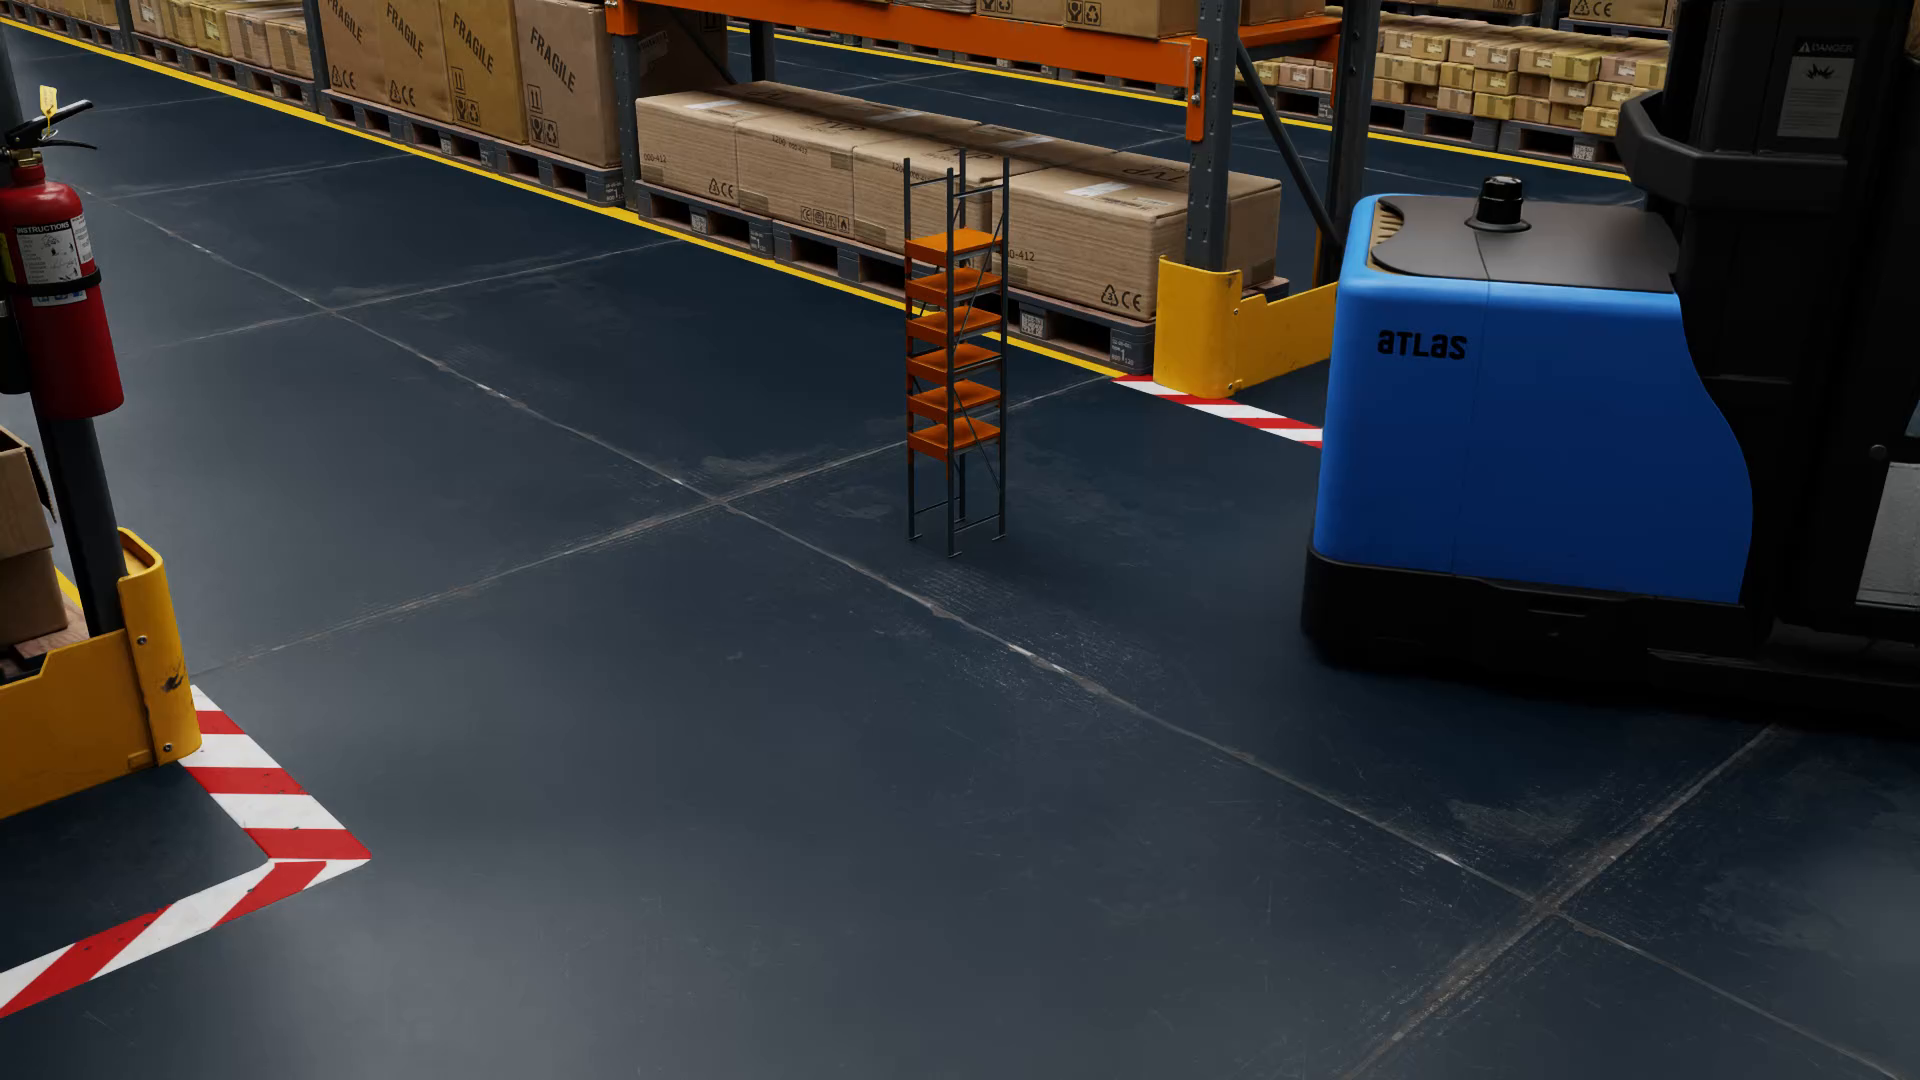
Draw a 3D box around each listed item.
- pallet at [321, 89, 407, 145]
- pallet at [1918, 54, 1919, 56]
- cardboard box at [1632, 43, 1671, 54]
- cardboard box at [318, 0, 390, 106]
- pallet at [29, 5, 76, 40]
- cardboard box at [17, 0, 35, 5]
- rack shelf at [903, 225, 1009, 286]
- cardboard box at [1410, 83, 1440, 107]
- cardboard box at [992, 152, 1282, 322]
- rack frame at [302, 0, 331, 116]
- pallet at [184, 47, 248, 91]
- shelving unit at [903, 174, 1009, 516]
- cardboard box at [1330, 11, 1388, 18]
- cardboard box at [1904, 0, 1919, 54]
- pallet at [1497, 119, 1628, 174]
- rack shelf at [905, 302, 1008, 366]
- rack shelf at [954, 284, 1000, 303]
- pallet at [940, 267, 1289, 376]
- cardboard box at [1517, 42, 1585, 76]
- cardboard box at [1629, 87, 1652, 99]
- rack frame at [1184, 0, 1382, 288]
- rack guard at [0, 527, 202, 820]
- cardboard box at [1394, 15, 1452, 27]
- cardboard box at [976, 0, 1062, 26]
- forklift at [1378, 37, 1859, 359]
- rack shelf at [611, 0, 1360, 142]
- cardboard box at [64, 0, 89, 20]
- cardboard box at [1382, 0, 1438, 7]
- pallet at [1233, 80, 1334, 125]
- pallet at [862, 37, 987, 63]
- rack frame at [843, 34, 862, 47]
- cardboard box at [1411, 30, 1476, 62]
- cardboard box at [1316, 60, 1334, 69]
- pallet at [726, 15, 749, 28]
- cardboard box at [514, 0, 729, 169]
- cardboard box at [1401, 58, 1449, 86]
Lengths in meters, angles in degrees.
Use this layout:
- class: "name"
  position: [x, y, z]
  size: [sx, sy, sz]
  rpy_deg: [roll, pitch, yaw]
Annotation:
- class: "pallet"
  position: [-3.713, -3.017, 11.608]
  size: [1.003, 0.211, 1.213]
  rpy_deg: [-21, 32, -38]
- class: "pallet"
  position: [7.902, -3.884, 13.511]
  size: [1.003, 0.211, 1.213]
  rpy_deg: [-21, 32, -38]
- class: "cardboard box"
  position: [4.429, -3.026, 10.481]
  size: [0.380, 0.149, 0.250]
  rpy_deg: [-21, 32, -38]
- class: "cardboard box"
  position: [-3.785, -3.537, 11.443]
  size: [0.875, 0.875, 0.875]
  rpy_deg: [-22, 32, -39]
- class: "pallet"
  position: [-8.254, -5.052, 16.070]
  size: [1.003, 0.211, 1.213]
  rpy_deg: [-21, 32, -38]
- class: "cardboard box"
  position: [-8.972, -5.430, 16.345]
  size: [0.500, 0.250, 0.500]
  rpy_deg: [-20, 31, -37]
- class: "rack shelf"
  position: [-0.010, -0.837, 4.880]
  size: [0.258, 0.103, 0.180]
  rpy_deg: [-21, 32, -38]
- class: "cardboard box"
  position: [3.248, -3.022, 11.188]
  size: [0.380, 0.149, 0.250]
  rpy_deg: [-20, 31, -37]
- class: "cardboard box"
  position: [0.747, -1.319, 7.108]
  size: [0.875, 0.438, 0.875]
  rpy_deg: [22, 33, 40]
- class: "rack frame"
  position: [-4.197, -4.546, 11.600]
  size: [1.000, 3.000, 0.127]
  rpy_deg: [-21, 32, -38]
- class: "pallet"
  position: [-5.559, -3.884, 13.509]
  size: [1.003, 0.211, 1.213]
  rpy_deg: [-21, 32, -38]
- class: "shelving unit"
  position: [-0.011, -0.551, 5.011]
  size: [0.258, 1.046, 0.183]
  rpy_deg: [-21, 32, -38]
- class: "cardboard box"
  position: [2.894, -3.760, 12.089]
  size: [0.380, 0.149, 0.250]
  rpy_deg: [-22, 32, -39]
- class: "cardboard box"
  position: [8.009, -4.329, 13.179]
  size: [0.875, 0.875, 0.875]
  rpy_deg: [-21, 32, -38]
- class: "pallet"
  position: [4.234, -2.567, 10.623]
  size: [1.003, 0.211, 1.213]
  rpy_deg: [-21, 32, -38]
- class: "rack shelf"
  position: [-0.010, -0.619, 4.979]
  size: [0.258, 0.103, 0.180]
  rpy_deg: [-21, 32, -38]
- class: "rack shelf"
  position: [-0.010, -0.746, 4.921]
  size: [0.199, 0.020, 0.166]
  rpy_deg: [-21, 32, -38]
- class: "pallet"
  position: [0.668, -1.073, 7.348]
  size: [1.003, 0.211, 1.213]
  rpy_deg: [-21, 32, -38]
- class: "cardboard box"
  position: [3.738, -3.041, 10.514]
  size: [0.250, 0.149, 0.380]
  rpy_deg: [22, 33, 40]
- class: "cardboard box"
  position: [4.247, -2.665, 10.048]
  size: [0.380, 0.149, 0.250]
  rpy_deg: [-22, 33, -40]
- class: "rack frame"
  position: [1.271, -2.122, 6.287]
  size: [1.000, 3.000, 0.127]
  rpy_deg: [-21, 32, -38]
- class: "rack guard"
  position: [-2.401, 0.402, 3.767]
  size: [1.175, 0.500, 0.348]
  rpy_deg: [-21, 32, -38]
- class: "cardboard box"
  position: [3.267, -3.603, 11.746]
  size: [0.250, 0.149, 0.380]
  rpy_deg: [22, 32, 39]
- class: "cardboard box"
  position: [0.416, -2.395, 6.765]
  size: [0.500, 0.500, 0.500]
  rpy_deg: [-22, 33, -39]
- class: "forklift"
  position: [9.818, -9.090, 14.333]
  size: [10.535, 9.000, 29.450]
  rpy_deg: [6, 25, 13]
- class: "rack shelf"
  position: [-0.096, -2.400, 7.765]
  size: [1.077, 0.370, 4.000]
  rpy_deg: [-21, 32, -38]
- class: "cardboard box"
  position: [-7.902, -4.959, 15.313]
  size: [0.500, 0.250, 0.500]
  rpy_deg: [-22, 33, -40]
- class: "cardboard box"
  position: [4.708, -5.828, 16.465]
  size: [0.875, 0.875, 1.225]
  rpy_deg: [22, 33, 40]
- class: "pallet"
  position: [2.566, -3.306, 12.243]
  size: [1.003, 0.211, 1.213]
  rpy_deg: [-21, 32, -38]
- class: "pallet"
  position: [-0.119, -4.475, 14.804]
  size: [1.003, 0.211, 1.213]
  rpy_deg: [-21, 32, -38]
- class: "rack frame"
  position: [-1.542, -7.880, 18.910]
  size: [5.960, 3.000, 8.026]
  rpy_deg: [-21, 32, -38]
- class: "cardboard box"
  position: [3.215, -3.289, 11.058]
  size: [0.380, 0.149, 0.250]
  rpy_deg: [-21, 32, -38]
- class: "cardboard box"
  position: [2.710, -3.400, 11.659]
  size: [0.250, 0.149, 0.380]
  rpy_deg: [22, 32, 39]
- class: "pallet"
  position: [-1.966, -5.341, 16.704]
  size: [1.003, 0.211, 1.213]
  rpy_deg: [-21, 32, -38]
- class: "cardboard box"
  position: [-1.945, -2.723, 9.659]
  size: [0.875, 0.875, 0.875]
  rpy_deg: [-20, 31, -37]
- class: "cardboard box"
  position: [3.157, -3.134, 11.075]
  size: [0.380, 0.149, 0.250]
  rpy_deg: [-21, 32, -38]
